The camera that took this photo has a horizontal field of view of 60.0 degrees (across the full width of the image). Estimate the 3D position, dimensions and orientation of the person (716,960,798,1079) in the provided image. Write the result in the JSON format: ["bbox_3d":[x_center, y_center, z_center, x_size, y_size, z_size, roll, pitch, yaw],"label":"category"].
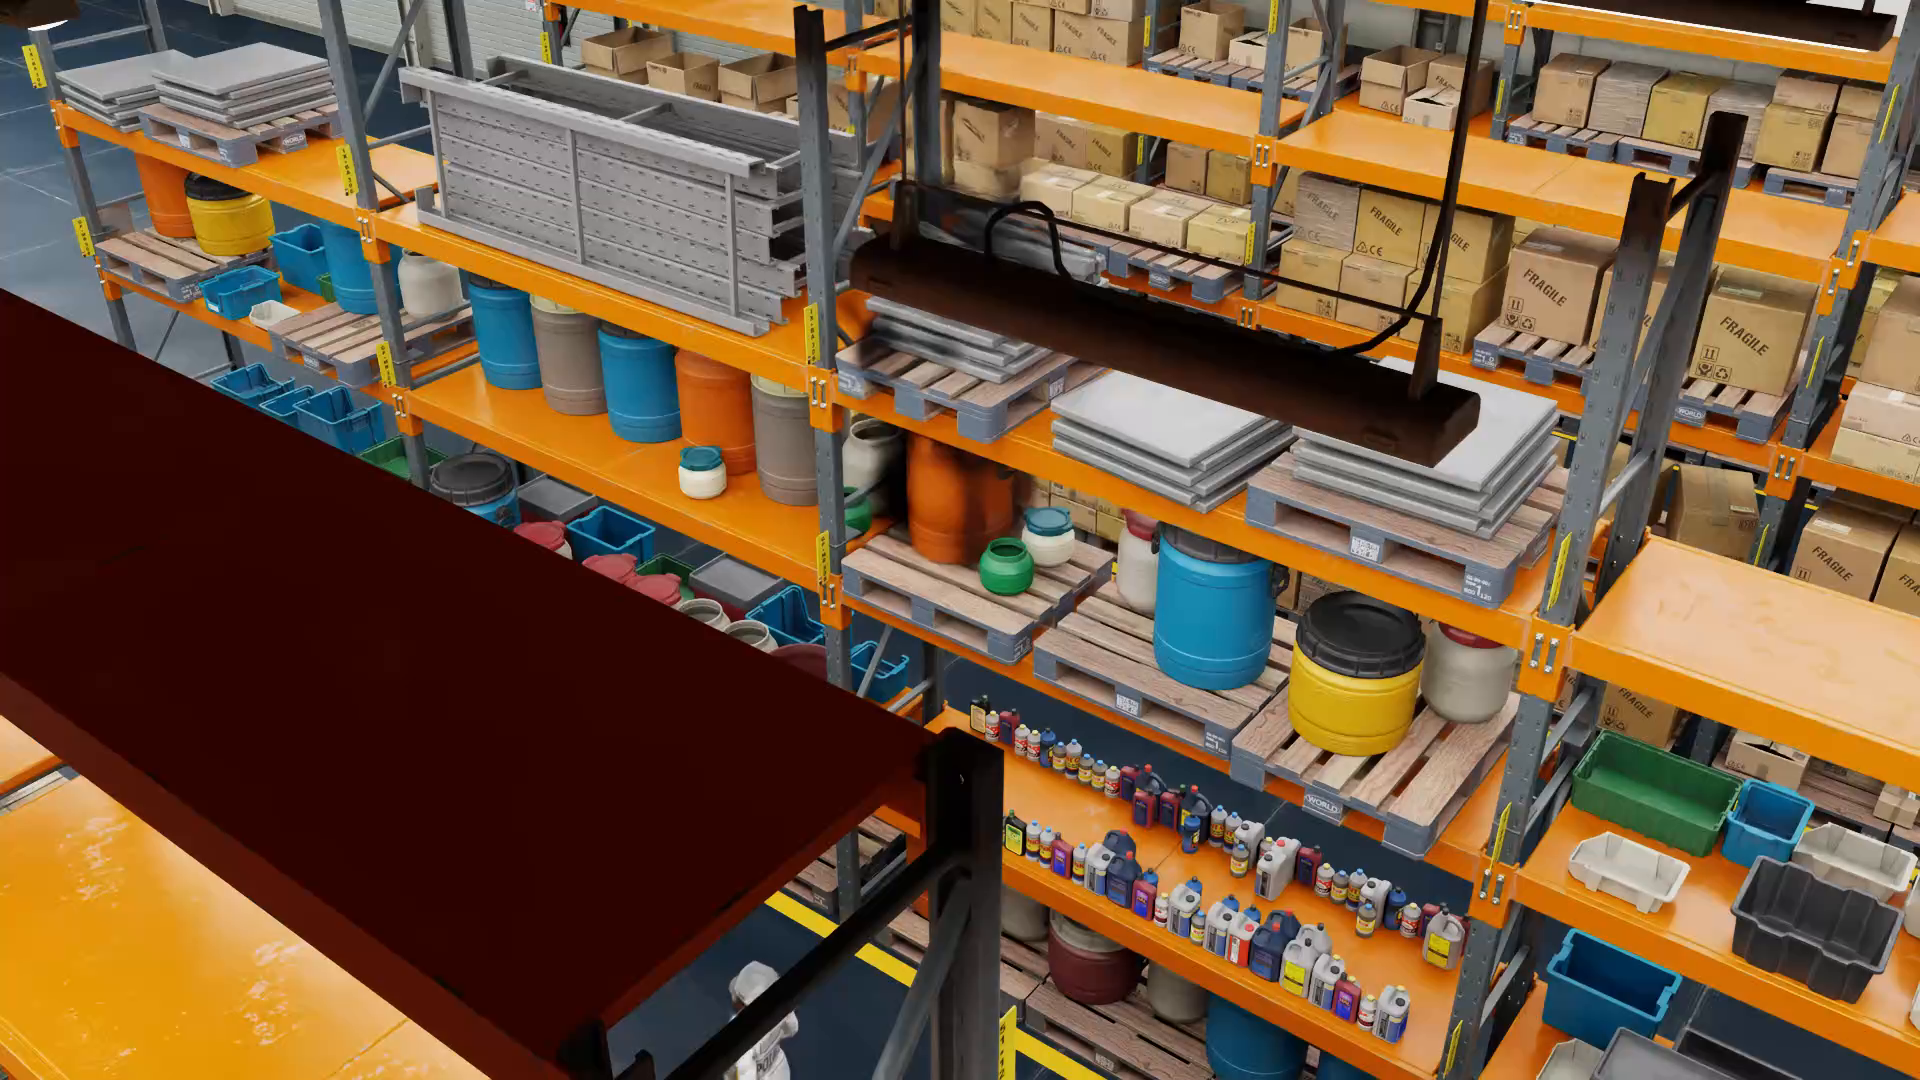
[{"bbox_3d":[-1.093,2.797,8.551,0.506,1.664,0.610,15,35,23],"label":"person"}]
